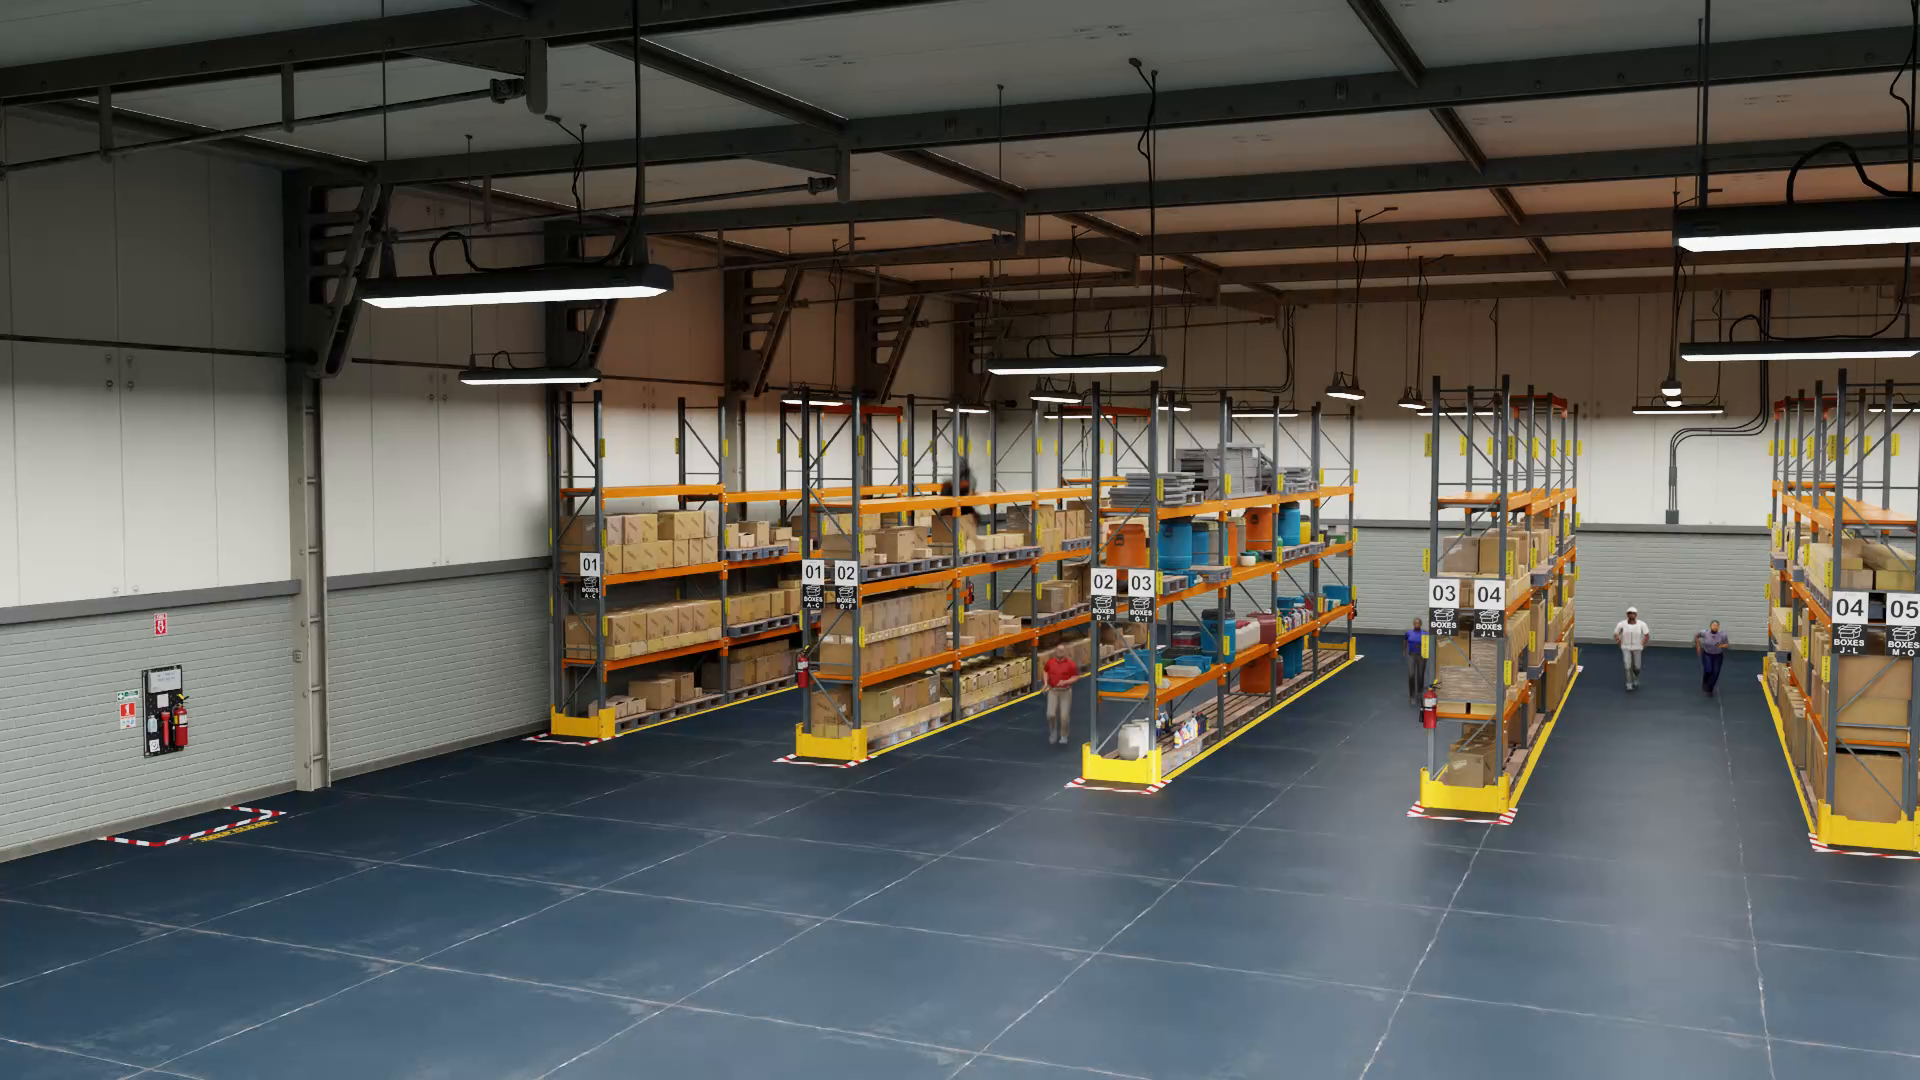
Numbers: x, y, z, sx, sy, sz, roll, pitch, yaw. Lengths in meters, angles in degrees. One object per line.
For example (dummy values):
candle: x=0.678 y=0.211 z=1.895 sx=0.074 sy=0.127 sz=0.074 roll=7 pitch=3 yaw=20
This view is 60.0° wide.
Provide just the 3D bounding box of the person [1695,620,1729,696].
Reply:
person: x=15.069 y=2.397 z=33.326 sx=0.590 sy=1.531 sz=0.743 roll=1 pitch=3 yaw=13

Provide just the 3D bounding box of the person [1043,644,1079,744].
person: x=1.668 y=2.602 z=27.947 sx=0.647 sy=1.698 sz=0.651 roll=1 pitch=3 yaw=13

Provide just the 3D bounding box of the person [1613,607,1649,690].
person: x=13.869 y=2.244 z=34.356 sx=0.696 sy=1.719 sz=0.603 roll=1 pitch=3 yaw=20

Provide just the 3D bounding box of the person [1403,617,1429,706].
person: x=8.964 y=2.415 z=32.627 sx=0.547 sy=1.601 sz=0.847 roll=1 pitch=3 yaw=18
